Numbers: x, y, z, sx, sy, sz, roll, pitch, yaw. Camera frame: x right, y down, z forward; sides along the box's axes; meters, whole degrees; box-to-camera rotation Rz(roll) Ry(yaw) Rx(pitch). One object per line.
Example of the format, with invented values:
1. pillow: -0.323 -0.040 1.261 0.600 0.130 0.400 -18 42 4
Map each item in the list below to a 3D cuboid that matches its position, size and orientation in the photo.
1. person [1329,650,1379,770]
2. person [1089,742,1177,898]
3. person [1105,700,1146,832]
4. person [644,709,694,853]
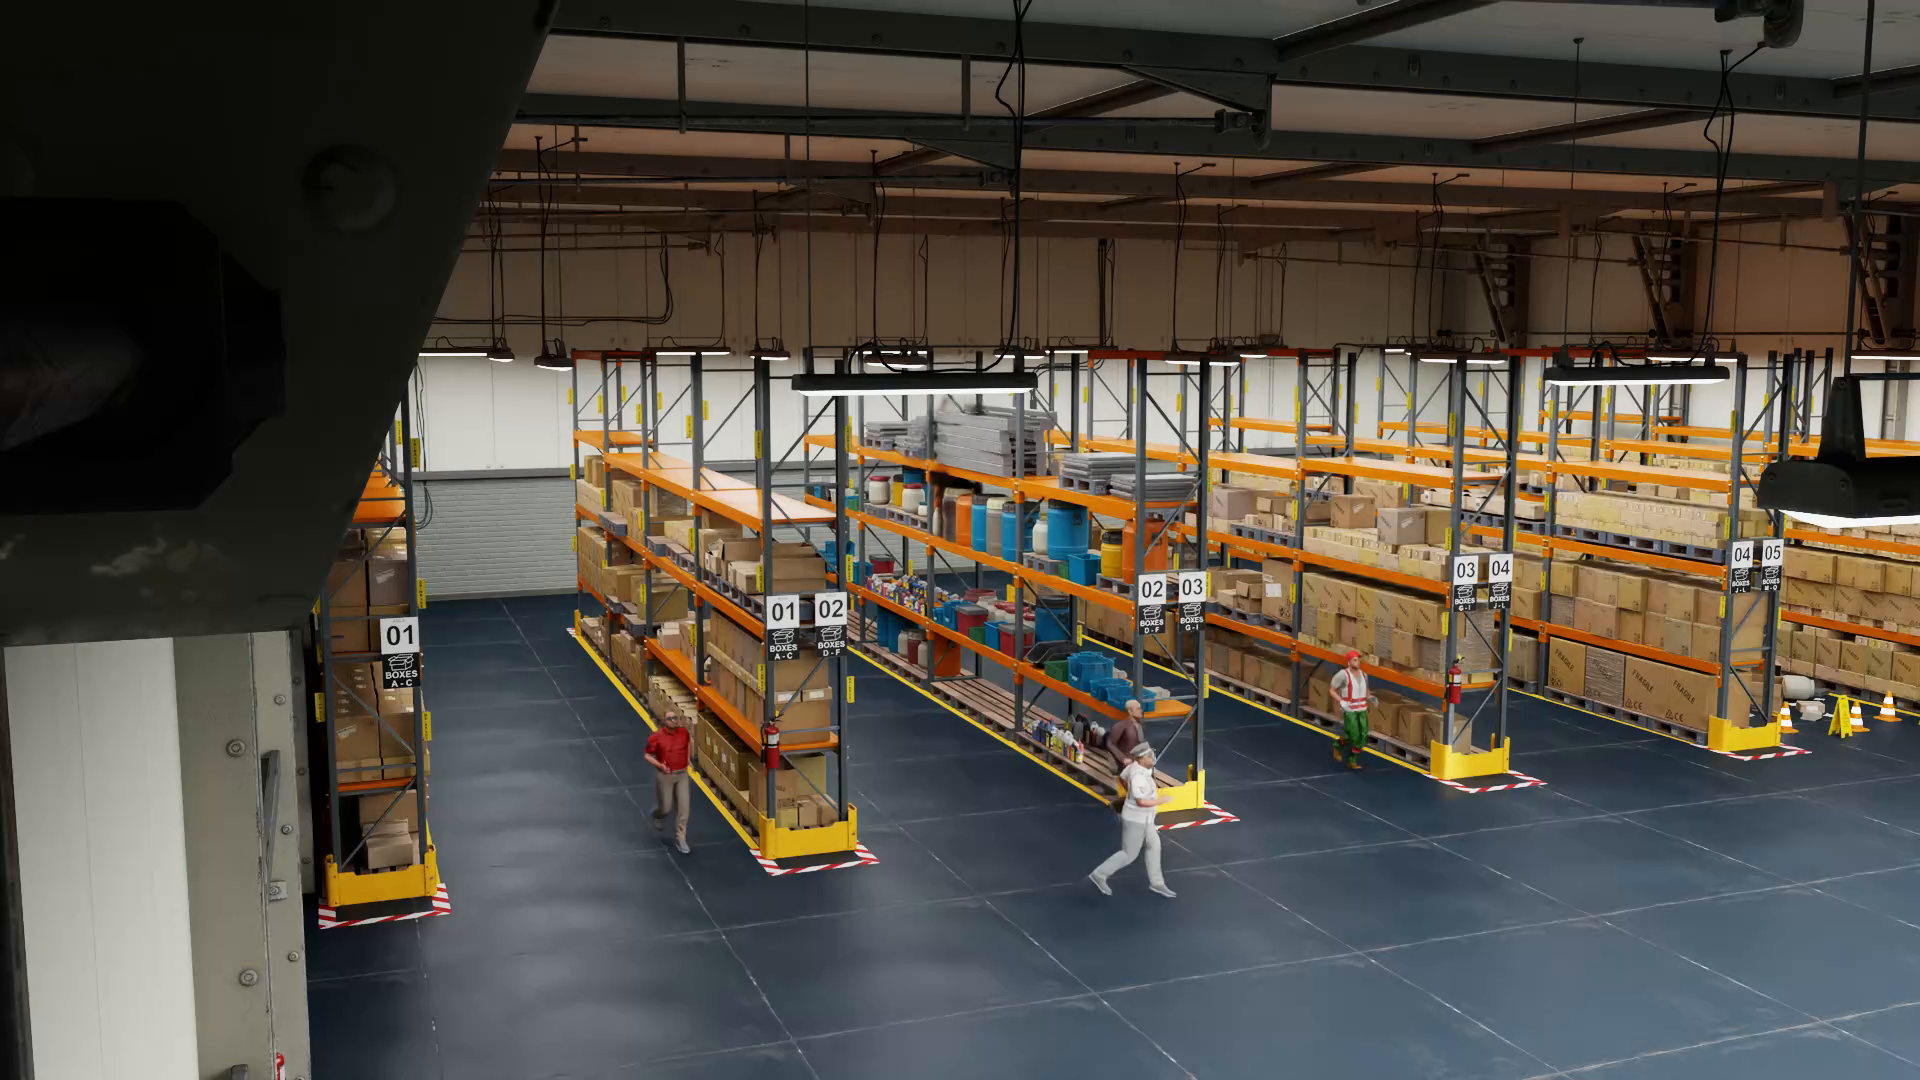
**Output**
1. person: 5.720 2.468 24.169 0.652 1.736 0.612 -3 8 -25
2. person: 1.951 3.140 18.649 0.983 1.814 0.672 1 7 7
3. person: 2.162 2.878 20.988 0.578 1.745 0.744 6 9 41
4. person: -3.571 2.939 20.571 0.663 1.722 0.901 -4 8 -30
